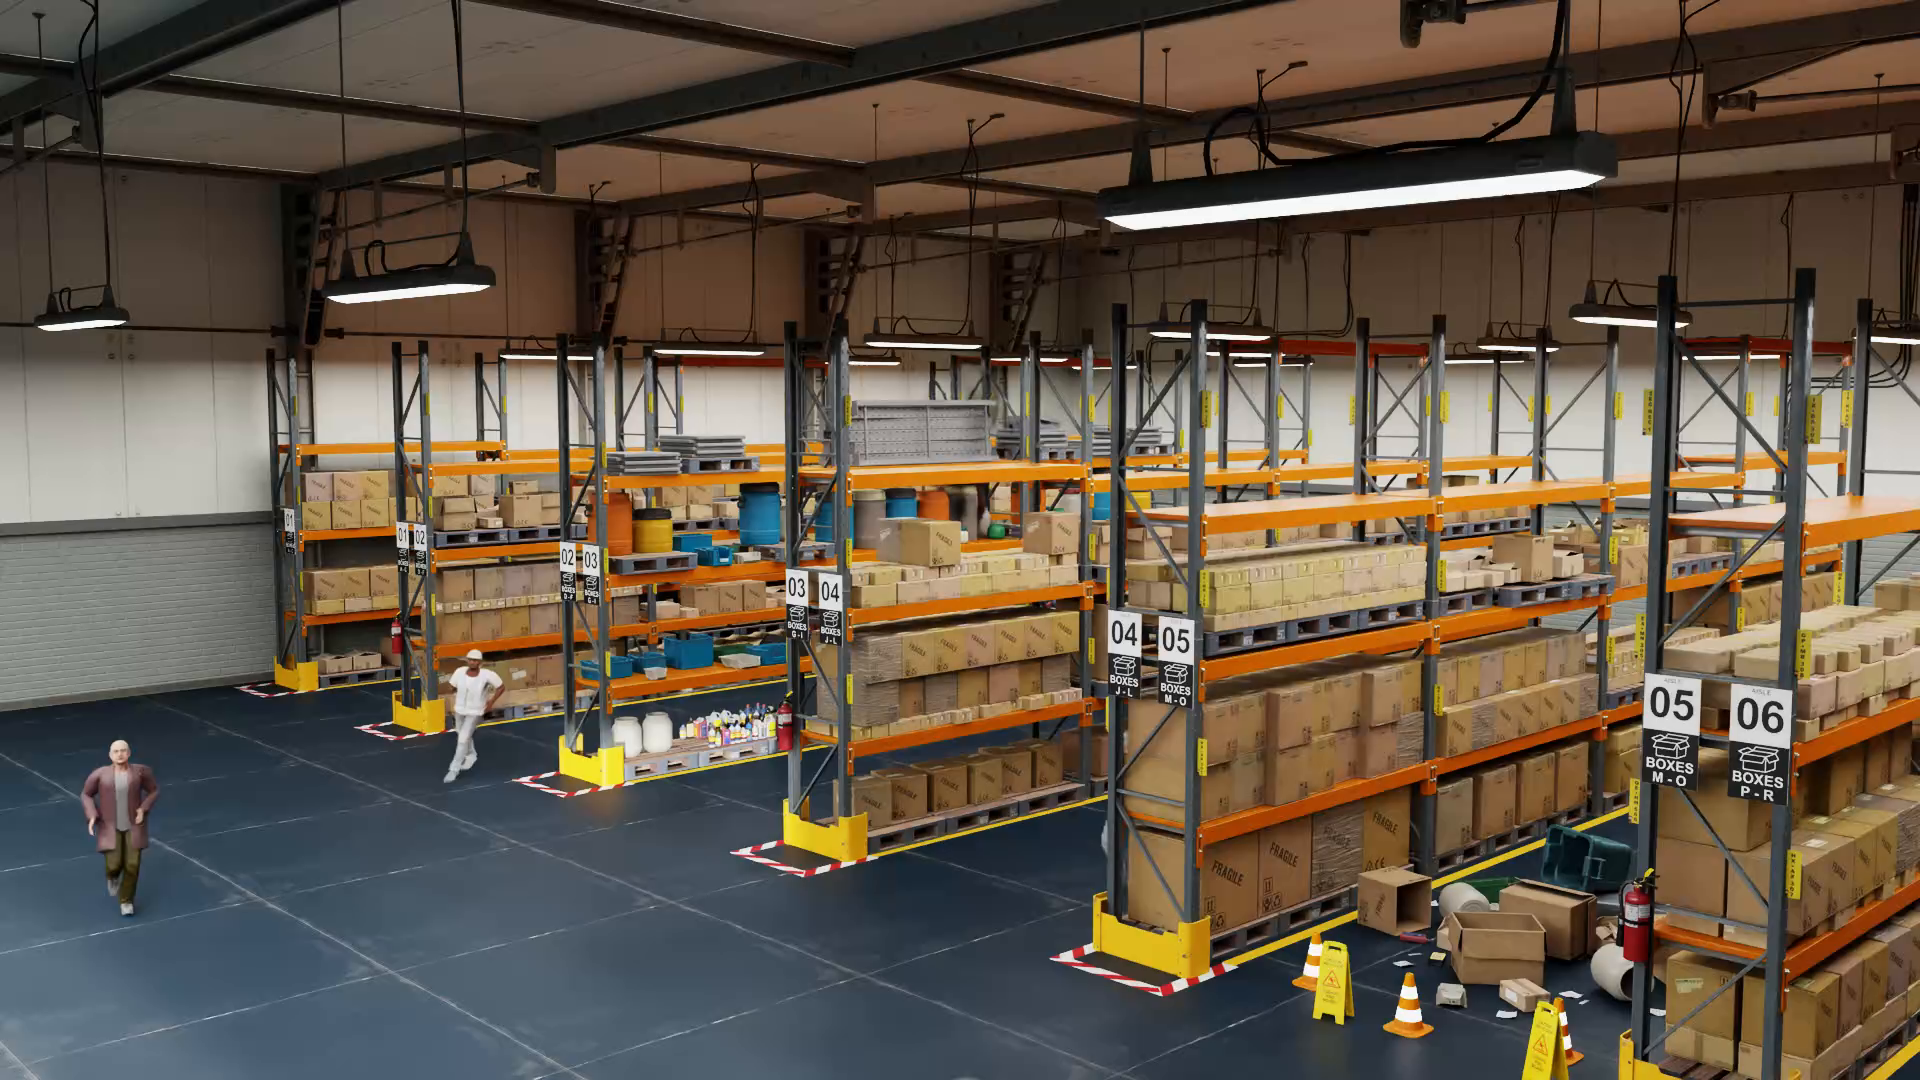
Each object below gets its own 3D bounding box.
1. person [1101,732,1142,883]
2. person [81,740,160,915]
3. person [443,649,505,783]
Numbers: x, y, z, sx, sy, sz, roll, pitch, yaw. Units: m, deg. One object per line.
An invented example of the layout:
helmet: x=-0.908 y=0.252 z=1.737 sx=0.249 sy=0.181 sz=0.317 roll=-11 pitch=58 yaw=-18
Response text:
person: x=1.765 y=2.843 z=17.390 sx=0.570 sy=1.705 sz=0.772 roll=4 pitch=7 yaw=41
person: x=-8.396 y=2.865 z=16.667 sx=0.709 sy=1.733 sz=0.637 roll=-3 pitch=6 yaw=-28
person: x=-6.597 y=2.348 z=22.512 sx=0.703 sy=1.774 sz=0.825 roll=1 pitch=5 yaw=17
